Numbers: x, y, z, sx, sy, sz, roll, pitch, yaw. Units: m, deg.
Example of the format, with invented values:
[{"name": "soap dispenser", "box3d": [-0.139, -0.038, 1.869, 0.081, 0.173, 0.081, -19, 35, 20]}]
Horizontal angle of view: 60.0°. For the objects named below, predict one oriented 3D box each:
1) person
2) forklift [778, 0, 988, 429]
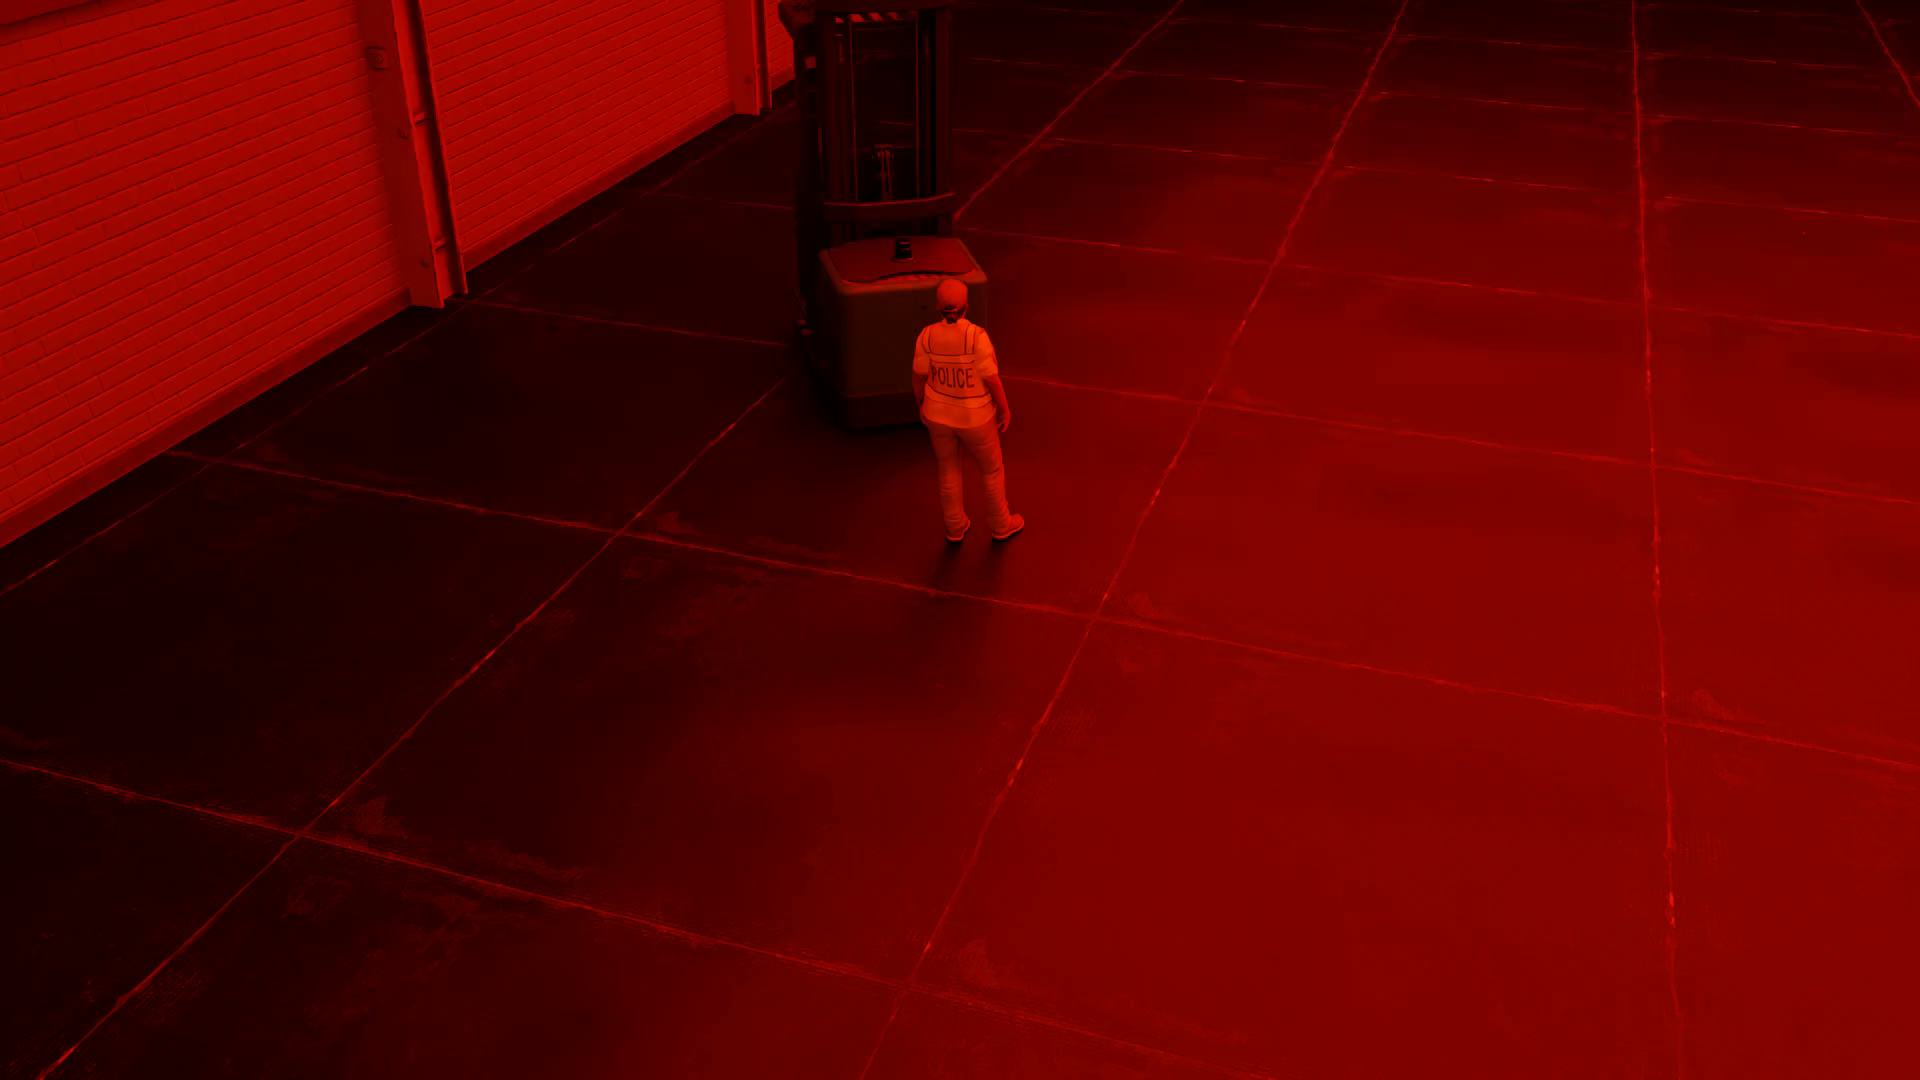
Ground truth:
[{"name": "person", "box3d": [0.047, -0.762, 9.737, 0.598, 1.670, 0.529, 10, 31, 16]}, {"name": "forklift", "box3d": [-0.651, -2.744, 11.950, 1.130, 2.935, 3.031, -7, 30, -12]}]
